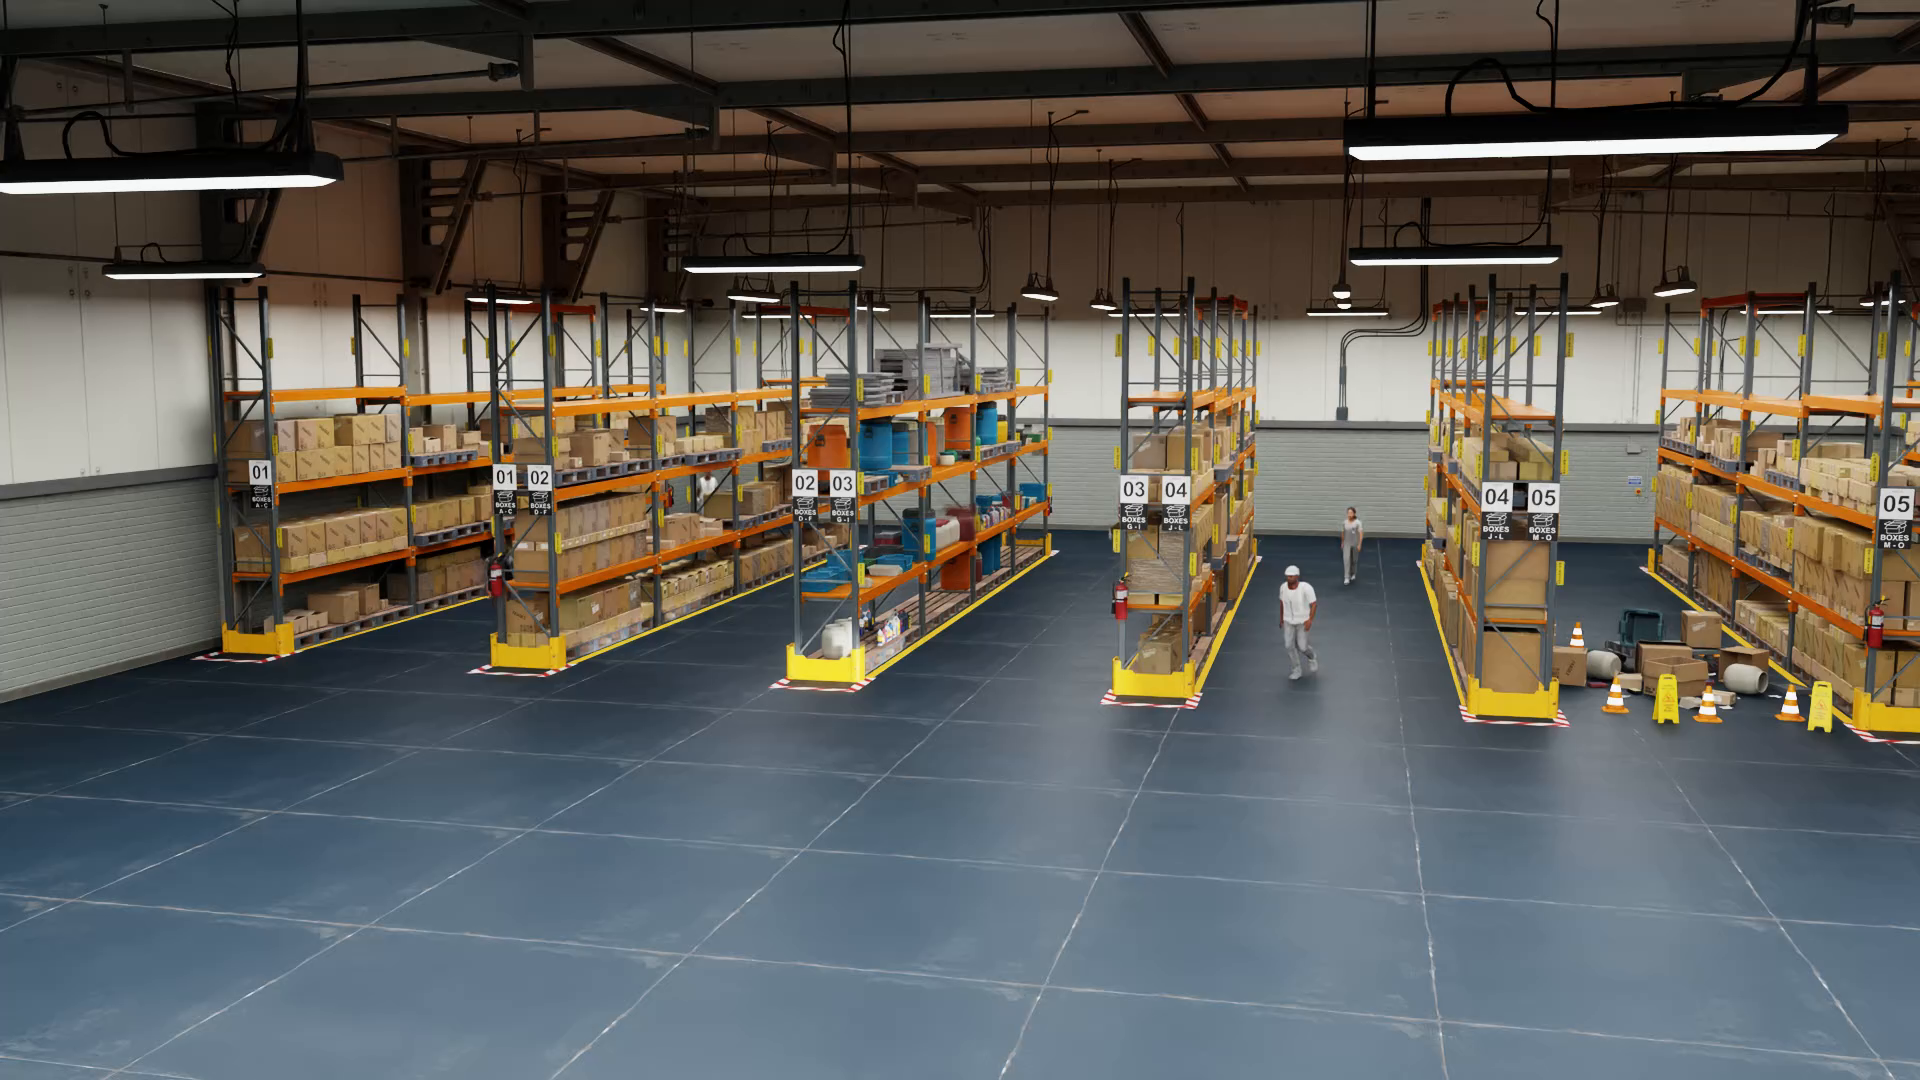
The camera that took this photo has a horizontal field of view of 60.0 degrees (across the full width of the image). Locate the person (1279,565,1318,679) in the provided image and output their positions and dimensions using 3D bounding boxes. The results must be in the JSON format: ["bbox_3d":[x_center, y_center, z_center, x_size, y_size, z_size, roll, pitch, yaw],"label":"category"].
[{"bbox_3d":[5.183,1.232,25.408,0.630,1.732,0.717,5,8,36],"label":"person"}]

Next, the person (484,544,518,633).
[{"bbox_3d":[-7.973,0.855,28.802,0.537,1.658,1.005,0,7,0],"label":"person"}]

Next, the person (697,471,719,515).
[{"bbox_3d":[-6.881,-1.112,45.515,0.635,1.753,0.980,-1,7,-11],"label":"person"}]

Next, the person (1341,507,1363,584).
[{"bbox_3d":[8.382,0.104,35.544,0.447,1.606,1.064,2,7,14],"label":"person"}]

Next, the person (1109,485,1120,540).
[{"bbox_3d":[4.215,-0.815,42.908,0.738,1.768,0.645,5,8,36],"label":"person"}]
